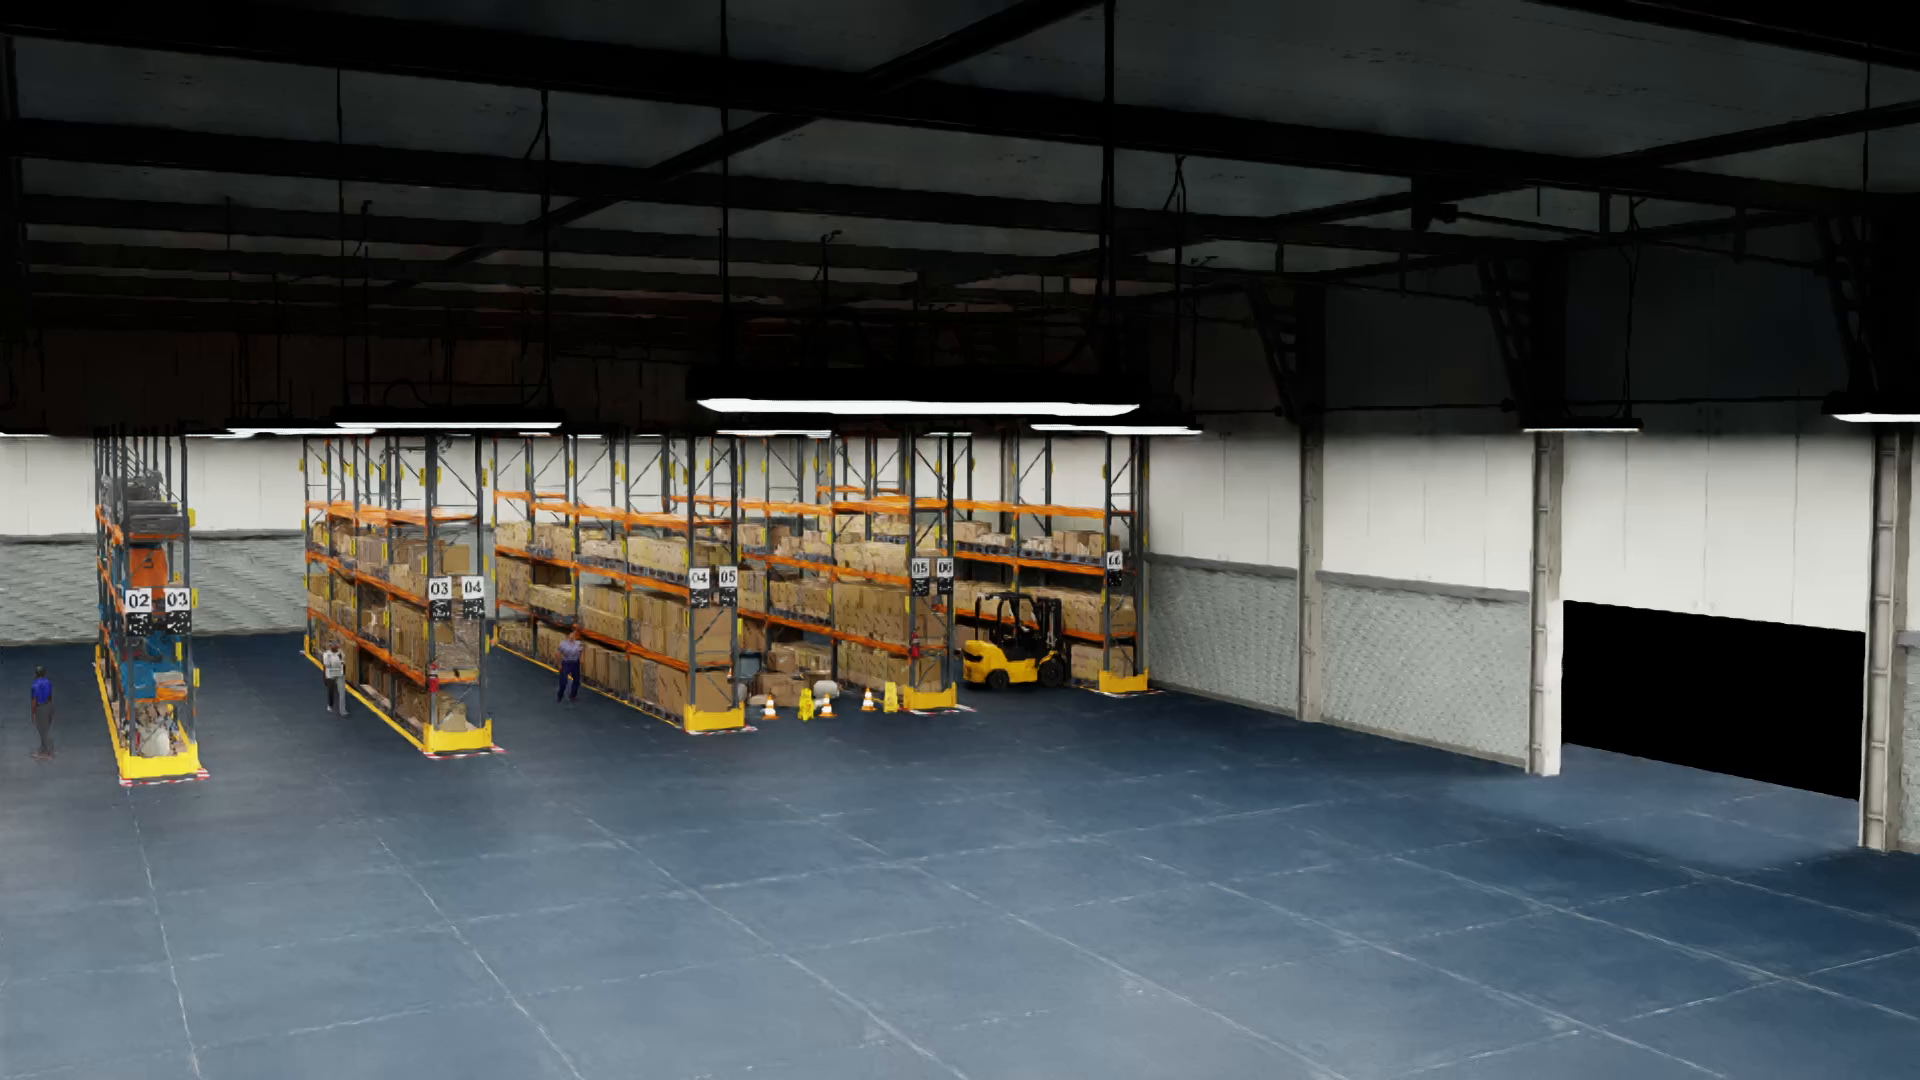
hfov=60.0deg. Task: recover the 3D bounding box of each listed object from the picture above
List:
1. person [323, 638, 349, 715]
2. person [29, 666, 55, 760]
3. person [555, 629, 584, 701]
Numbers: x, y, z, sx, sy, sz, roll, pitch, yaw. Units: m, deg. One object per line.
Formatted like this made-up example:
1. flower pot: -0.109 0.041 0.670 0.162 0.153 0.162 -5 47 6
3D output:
1. person: -12.998 2.819 34.559 0.456 1.587 1.088 -2 4 -26
2. person: -16.478 3.077 29.809 0.545 1.652 0.574 0 3 -1
3. person: -8.525 2.735 36.309 0.625 1.596 0.510 -2 4 -31
